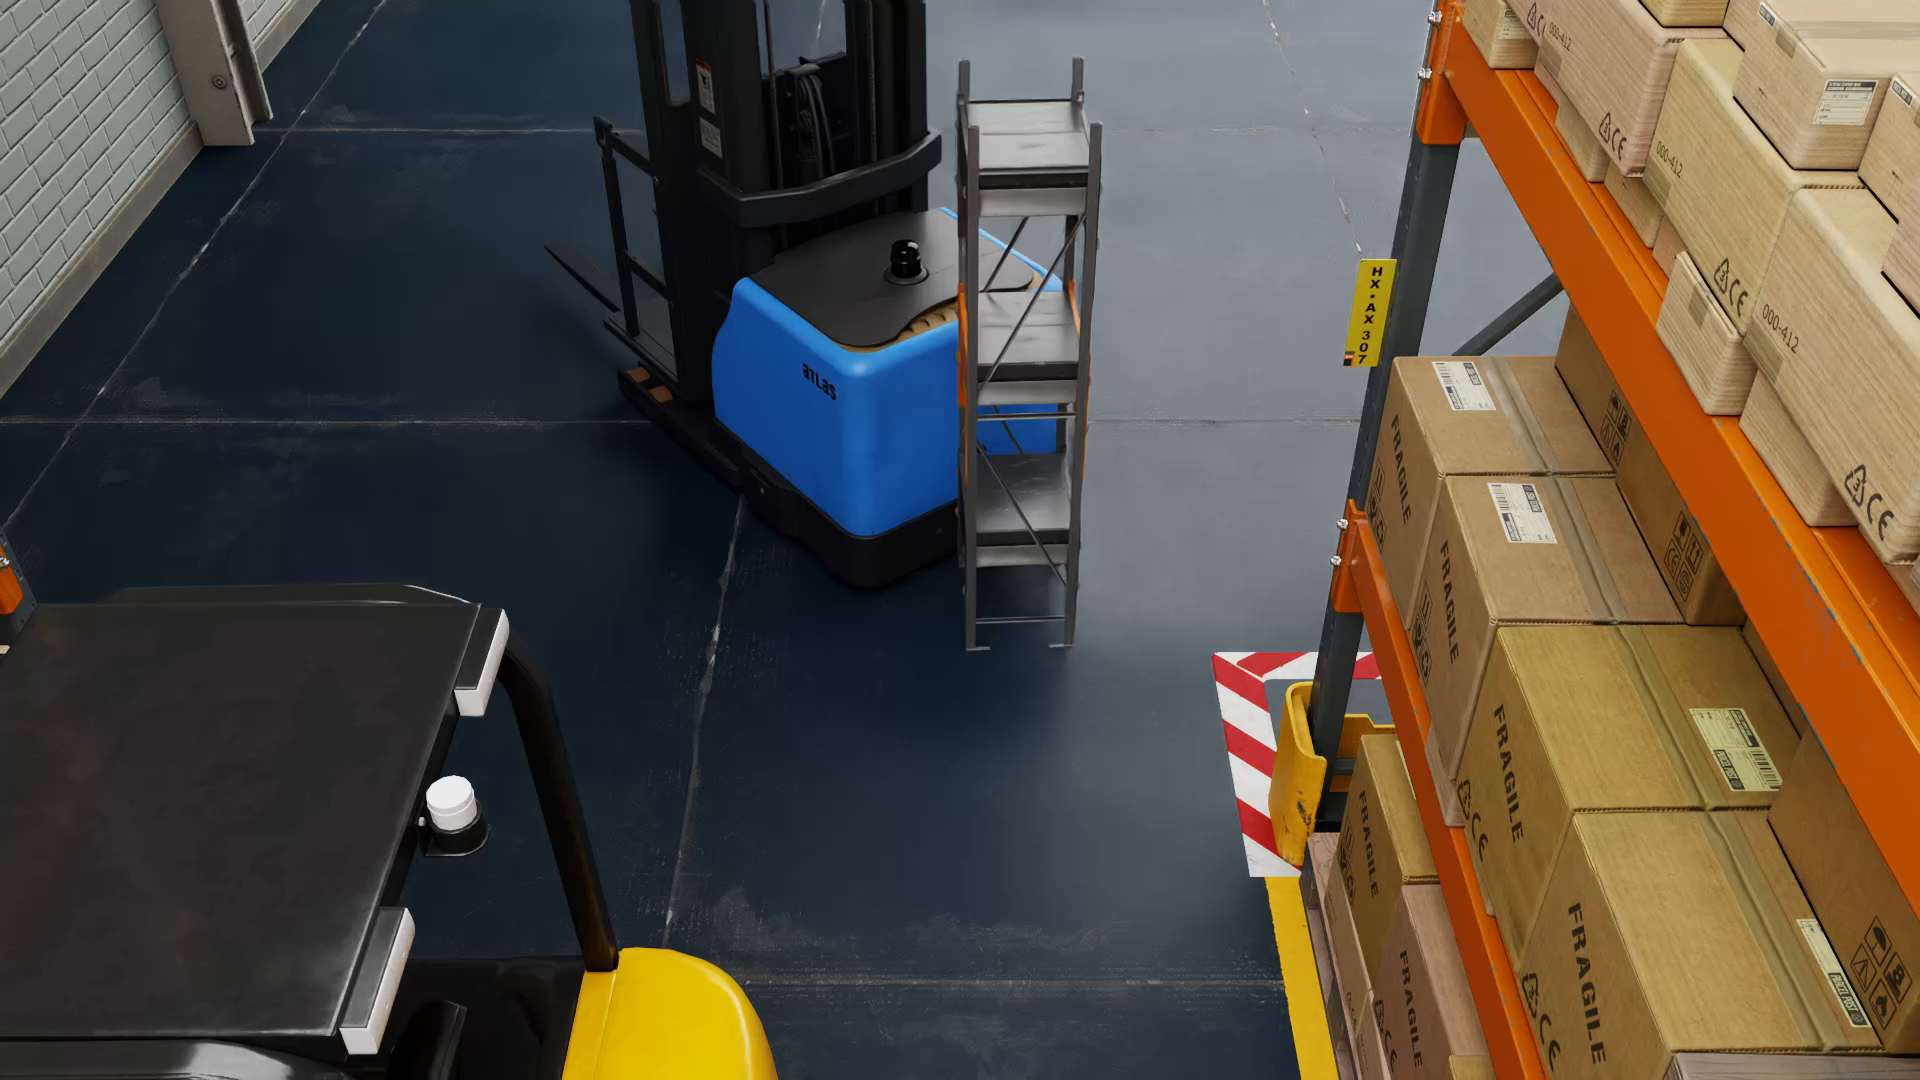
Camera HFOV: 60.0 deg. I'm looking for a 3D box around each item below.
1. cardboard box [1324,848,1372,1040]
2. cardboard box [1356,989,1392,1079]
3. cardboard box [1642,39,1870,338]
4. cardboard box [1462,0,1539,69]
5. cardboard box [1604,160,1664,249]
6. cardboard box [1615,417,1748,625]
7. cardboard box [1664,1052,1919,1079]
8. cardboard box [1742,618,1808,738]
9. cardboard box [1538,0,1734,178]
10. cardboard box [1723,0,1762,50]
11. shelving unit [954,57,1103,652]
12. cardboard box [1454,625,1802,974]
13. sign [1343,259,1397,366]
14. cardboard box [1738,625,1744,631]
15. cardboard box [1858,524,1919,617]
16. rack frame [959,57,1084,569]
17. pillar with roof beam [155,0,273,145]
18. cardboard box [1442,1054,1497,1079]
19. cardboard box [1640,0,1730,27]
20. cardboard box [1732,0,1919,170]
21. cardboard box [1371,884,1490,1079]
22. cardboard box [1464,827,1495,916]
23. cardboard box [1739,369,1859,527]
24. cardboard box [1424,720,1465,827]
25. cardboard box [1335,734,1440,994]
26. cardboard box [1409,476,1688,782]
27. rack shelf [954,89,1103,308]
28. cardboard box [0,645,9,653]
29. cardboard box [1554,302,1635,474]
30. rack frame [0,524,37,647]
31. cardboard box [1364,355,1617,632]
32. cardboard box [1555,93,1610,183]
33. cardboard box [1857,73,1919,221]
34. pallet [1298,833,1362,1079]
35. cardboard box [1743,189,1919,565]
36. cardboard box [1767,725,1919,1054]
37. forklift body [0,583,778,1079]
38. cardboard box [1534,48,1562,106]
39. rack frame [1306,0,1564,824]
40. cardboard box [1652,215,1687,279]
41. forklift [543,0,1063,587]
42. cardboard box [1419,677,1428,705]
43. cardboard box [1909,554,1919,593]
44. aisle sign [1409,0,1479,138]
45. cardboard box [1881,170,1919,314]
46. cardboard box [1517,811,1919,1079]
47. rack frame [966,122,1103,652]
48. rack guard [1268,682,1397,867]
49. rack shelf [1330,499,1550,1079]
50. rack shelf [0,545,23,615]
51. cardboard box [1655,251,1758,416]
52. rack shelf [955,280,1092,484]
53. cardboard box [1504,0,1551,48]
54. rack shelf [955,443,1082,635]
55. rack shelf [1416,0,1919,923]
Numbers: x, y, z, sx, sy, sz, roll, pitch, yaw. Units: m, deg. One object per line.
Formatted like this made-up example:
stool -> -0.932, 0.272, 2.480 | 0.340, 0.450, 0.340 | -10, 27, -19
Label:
cardboard box -> 1.354, 1.152, 4.776 | 0.500, 0.250, 0.500 | 0, 39, 0
cardboard box -> 1.347, 1.472, 4.378 | 0.500, 0.250, 0.500 | 1, 39, 2
cardboard box -> 1.380, -0.537, 2.504 | 0.500, 0.250, 0.500 | 1, 39, 1
cardboard box -> 1.306, -1.126, 3.559 | 0.380, 0.149, 0.250 | 0, 39, 0
cardboard box -> 1.386, -0.641, 2.954 | 0.380, 0.149, 0.250 | 0, 39, 0
cardboard box -> 1.842, -0.171, 3.447 | 0.700, 0.500, 0.500 | 0, 39, 0
cardboard box -> 1.373, 1.161, 2.585 | 0.500, 0.500, 0.500 | 1, 39, 1
cardboard box -> 1.945, 0.148, 3.049 | 0.700, 0.500, 0.500 | 0, 39, -1
cardboard box -> 1.355, -0.860, 2.908 | 0.500, 0.250, 0.500 | -1, 39, -1
cardboard box -> 1.403, -0.797, 2.510 | 0.380, 0.149, 0.250 | 0, 39, 0
shelving unit -> 0.209, -0.563, 5.773 | 0.431, 2.100, 0.503 | -2, 39, -2
cardboard box -> 1.359, 0.523, 3.381 | 0.500, 0.500, 0.500 | -1, 39, -1
sign -> 1.087, -0.599, 4.406 | 0.100, 0.325, 0.005 | 0, 39, 0
cardboard box -> 1.902, 0.236, 3.739 | 0.500, 0.500, 0.500 | 0, 39, 0
cardboard box -> 1.423, 0.004, 2.149 | 0.380, 0.149, 0.250 | 0, 39, 0
rack frame -> 0.196, -0.715, 5.964 | 0.400, 2.100, 0.015 | -2, 39, -2
pillar with roof beam -> 0.064, -5.916, 6.936 | 9.100, 9.000, 0.400 | 0, 39, 0
cardboard box -> 1.352, 1.515, 3.724 | 0.500, 0.500, 0.500 | 1, 39, 1
cardboard box -> 1.307, -0.952, 2.703 | 0.380, 0.149, 0.250 | 0, 39, 0
cardboard box -> 1.322, -0.633, 2.306 | 0.380, 0.149, 0.250 | 1, 39, 1
cardboard box -> 1.360, 1.202, 4.115 | 0.500, 0.500, 0.500 | -1, 39, -2
cardboard box -> 1.345, 0.694, 3.687 | 0.380, 0.149, 0.250 | 1, 39, 1
cardboard box -> 1.352, -0.153, 2.345 | 0.380, 0.149, 0.250 | -1, 39, -1
cardboard box -> 1.311, 0.532, 3.889 | 0.380, 0.149, 0.250 | 1, 39, 1
cardboard box -> 1.355, 0.875, 4.523 | 0.500, 0.500, 0.500 | -1, 39, -2
cardboard box -> 1.357, 0.204, 3.779 | 0.500, 0.500, 0.500 | 1, 39, 1
rack shelf -> 0.209, -1.099, 5.344 | 0.431, 0.518, 0.480 | -2, 39, -2
cardboard box -> -3.021, 0.551, 4.727 | 0.500, 0.250, 0.500 | 1, 39, 1
cardboard box -> 1.849, -0.487, 3.842 | 0.700, 0.500, 0.500 | -1, 39, -1
rack frame -> -3.334, -0.255, 4.670 | 1.000, 3.000, 0.127 | 0, 39, 0
cardboard box -> 1.353, -0.120, 4.183 | 0.500, 0.500, 0.500 | -1, 39, -1
cardboard box -> 1.361, -0.796, 3.147 | 0.380, 0.149, 0.250 | 1, 39, 1
cardboard box -> 1.397, -0.471, 2.104 | 0.380, 0.149, 0.250 | 1, 39, 1
pallet -> 1.596, 1.382, 4.856 | 1.003, 0.211, 1.213 | 0, 39, 0
cardboard box -> 1.361, -0.216, 2.105 | 0.500, 0.250, 0.500 | 1, 39, 1
cardboard box -> 1.807, 0.460, 2.660 | 0.700, 0.500, 0.500 | 0, 39, 0
forklift body -> -1.507, 1.260, 3.457 | 2.313, 2.155, 1.214 | 0, 39, 0
cardboard box -> 1.395, -0.962, 3.354 | 0.380, 0.149, 0.250 | -1, 39, -1
rack frame -> 1.630, -0.261, 4.677 | 1.000, 3.000, 0.127 | 0, 39, 0
cardboard box -> 1.391, -0.475, 2.747 | 0.380, 0.149, 0.250 | -1, 39, -1
forklift -> -0.881, -1.829, 6.688 | 1.130, 2.935, 3.031 | -26, 45, -28
cardboard box -> 1.357, 0.373, 4.087 | 0.380, 0.149, 0.250 | -1, 39, -1
cardboard box -> 1.377, 0.101, 1.708 | 0.500, 0.250, 0.500 | -1, 39, -1
aisle sign -> 1.320, -1.314, 3.913 | 0.394, 0.787, 0.004 | 0, 39, 0
cardboard box -> 1.319, -0.311, 1.904 | 0.380, 0.149, 0.250 | 0, 39, 1
cardboard box -> 1.367, 0.841, 2.985 | 0.500, 0.500, 0.500 | -1, 39, -1
rack frame -> 0.223, -0.411, 5.583 | 0.400, 2.100, 0.015 | -2, 39, -2
rack guard -> 1.630, 0.762, 5.400 | 1.175, 0.500, 0.348 | 0, 39, 0
rack shelf -> 1.632, 1.270, 3.342 | 1.077, 0.370, 4.000 | 0, 39, 0
rack shelf -> -3.331, 1.276, 3.334 | 1.077, 0.370, 4.000 | 0, 39, 0
cardboard box -> 1.311, -0.318, 2.551 | 0.380, 0.149, 0.250 | 0, 39, 0
rack shelf -> 0.209, -0.552, 5.782 | 0.431, 0.518, 0.480 | -2, 39, -2
cardboard box -> 1.364, -1.175, 3.301 | 0.500, 0.250, 0.500 | -1, 39, -1
rack shelf -> 0.209, -0.006, 6.220 | 0.431, 0.518, 0.480 | -2, 39, -2
rack shelf -> 1.632, 0.100, 2.404 | 1.077, 0.370, 4.000 | 0, 39, 0
